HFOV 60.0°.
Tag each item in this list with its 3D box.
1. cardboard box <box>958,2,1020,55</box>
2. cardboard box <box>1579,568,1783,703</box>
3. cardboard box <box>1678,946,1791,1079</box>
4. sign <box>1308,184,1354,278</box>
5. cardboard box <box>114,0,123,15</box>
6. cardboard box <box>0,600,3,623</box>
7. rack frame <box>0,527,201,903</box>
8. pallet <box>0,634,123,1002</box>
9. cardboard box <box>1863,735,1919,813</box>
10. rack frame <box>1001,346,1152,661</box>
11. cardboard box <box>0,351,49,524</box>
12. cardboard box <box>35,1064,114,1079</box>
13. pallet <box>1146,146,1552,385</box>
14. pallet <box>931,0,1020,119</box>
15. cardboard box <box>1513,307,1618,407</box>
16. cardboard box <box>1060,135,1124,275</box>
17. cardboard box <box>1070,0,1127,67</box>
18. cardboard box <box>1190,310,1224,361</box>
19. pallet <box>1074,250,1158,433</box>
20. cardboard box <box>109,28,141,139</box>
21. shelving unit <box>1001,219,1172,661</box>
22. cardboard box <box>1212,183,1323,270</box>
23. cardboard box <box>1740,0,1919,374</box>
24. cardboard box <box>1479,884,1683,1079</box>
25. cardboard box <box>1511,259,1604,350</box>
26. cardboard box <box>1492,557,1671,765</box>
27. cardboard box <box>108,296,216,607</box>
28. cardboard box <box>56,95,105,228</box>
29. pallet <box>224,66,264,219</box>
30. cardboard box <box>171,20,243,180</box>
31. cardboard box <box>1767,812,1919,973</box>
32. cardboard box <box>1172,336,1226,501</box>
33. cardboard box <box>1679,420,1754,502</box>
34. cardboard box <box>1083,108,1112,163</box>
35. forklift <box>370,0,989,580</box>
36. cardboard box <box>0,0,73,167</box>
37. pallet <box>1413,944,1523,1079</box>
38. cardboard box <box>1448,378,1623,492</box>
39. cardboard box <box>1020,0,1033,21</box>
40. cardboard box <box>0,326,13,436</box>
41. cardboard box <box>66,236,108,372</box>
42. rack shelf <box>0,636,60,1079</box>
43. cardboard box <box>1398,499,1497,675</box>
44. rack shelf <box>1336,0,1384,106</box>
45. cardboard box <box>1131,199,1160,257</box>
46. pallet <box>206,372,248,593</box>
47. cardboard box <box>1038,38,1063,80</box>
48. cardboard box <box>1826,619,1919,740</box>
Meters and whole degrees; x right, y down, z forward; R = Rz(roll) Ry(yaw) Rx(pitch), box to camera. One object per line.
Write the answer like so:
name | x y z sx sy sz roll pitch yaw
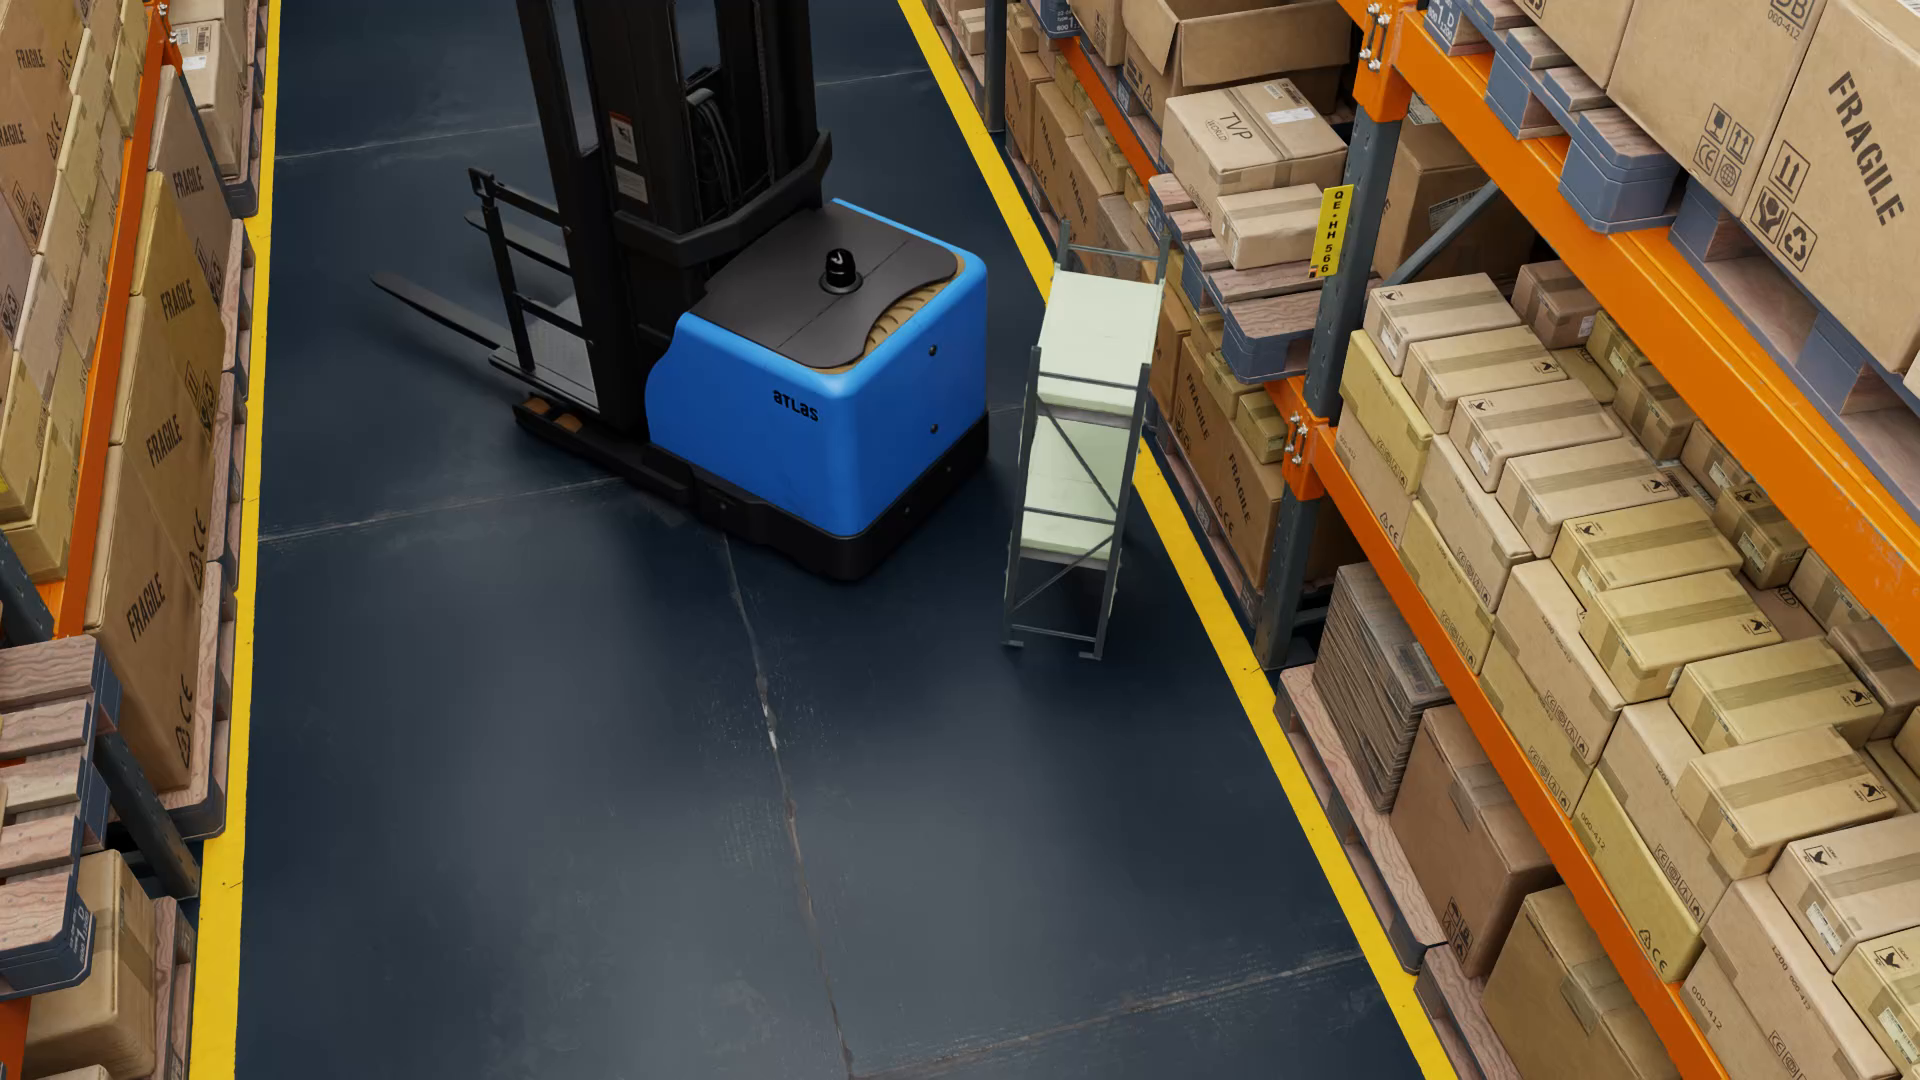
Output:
cardboard box | 0.203 -2.907 9.451 0.380 0.149 0.250 -12 47 -12
cardboard box | 1.791 0.236 4.145 0.380 0.149 0.250 -10 46 -9
cardboard box | 2.064 1.154 3.874 0.500 0.250 0.500 -10 47 -10
sign | 1.132 -0.937 5.063 0.100 0.325 0.005 -11 47 -10
cardboard box | -3.820 -2.379 6.987 0.500 0.250 0.500 -11 47 -10
cardboard box | -2.758 0.222 4.111 0.500 0.500 0.500 -12 47 -11
rack frame | -3.144 0.245 4.660 1.000 3.000 0.127 -11 47 -10
pallet | -2.858 0.785 4.266 1.213 0.211 1.003 -11 47 -10
cardboard box | 2.417 0.520 4.146 0.500 0.250 0.500 -12 47 -11
rack frame | 0.396 -0.085 6.019 0.400 1.500 0.023 9 46 5
cardboard box | -3.034 -0.272 4.922 0.500 0.250 0.500 -11 47 -11
cardboard box | -2.812 1.918 4.567 0.950 0.372 0.625 -12 47 -11
pallet | 1.412 -1.053 6.067 1.213 0.211 1.003 -11 47 -10
pallet | 0.455 -2.925 9.720 1.003 0.211 1.213 -11 47 -10
cardboard box | 2.037 -0.528 5.173 0.500 0.250 0.500 -10 46 -9
cardboard box | 0.805 -1.612 7.937 0.500 0.500 0.500 -12 47 -11
cardboard box | 0.871 -2.334 6.824 0.700 0.500 0.500 -11 47 -11
cardboard box | 1.158 -0.831 6.717 0.380 0.149 0.250 -12 47 -12
pallet | 1.190 -1.052 7.884 1.003 0.211 1.213 -11 47 -10
cardboard box | -3.680 -1.849 6.817 0.500 0.250 0.500 -11 47 -11
shelving unit | 0.461 -0.342 6.271 0.431 1.500 0.755 9 46 5
cardboard box | 1.115 -1.107 5.868 0.380 0.149 0.250 -10 46 -10
cardboard box | 1.864 -0.685 3.037 0.500 0.500 0.500 -10 46 -9
cardboard box | 2.148 1.367 4.930 0.875 0.625 0.625 -12 47 -12
cardboard box | 1.933 -0.740 5.101 0.380 0.149 0.250 -9 46 -9
cardboard box | 1.775 0.274 4.387 0.500 0.250 0.500 -12 47 -11
cardboard box | -3.464 -0.267 6.356 0.875 0.875 0.875 -10 46 -10
cardboard box | -3.399 -1.328 5.957 0.500 0.250 0.500 -10 46 -10
pallet | -4.287 -2.080 8.891 1.003 0.211 1.213 -11 47 -10
cardboard box | -4.225 -2.220 8.576 0.875 0.438 0.875 -11 47 -11
cardboard box | 2.020 0.762 3.629 0.380 0.149 0.250 -10 46 -10
cardboard box | 1.220 -0.537 6.883 0.500 0.500 0.500 -11 47 -11
cardboard box | 2.245 -0.233 4.604 0.380 0.149 0.250 -12 47 -11
cardboard box | 0.798 -1.911 7.775 0.380 0.149 0.250 -11 47 -10
forklift | -1.378 -1.705 6.619 3.031 2.935 1.130 26 51 23
cardboard box | -3.413 -1.575 5.674 0.500 0.500 0.500 -10 46 -10
pallet | 2.136 1.727 5.160 1.003 0.211 1.213 -11 47 -10
cardboard box | 1.611 -0.296 4.667 0.380 0.149 0.250 -10 46 -9
cardboard box | 0.523 -2.745 8.384 0.380 0.149 0.250 -11 47 -11
cardboard box | -3.033 -0.525 4.645 0.500 0.500 0.500 -12 47 -12
cardboard box | -3.303 -0.801 5.790 0.500 0.250 0.500 -9 46 -9
rack shelf | -2.631 1.878 3.564 1.077 0.370 4.000 -11 47 -10
cardboard box | 1.655 0.087 4.921 0.500 0.250 0.500 -12 47 -11
rack shelf | 1.142 -2.844 6.091 1.077 0.370 4.000 -11 47 -10
cardboard box | 0.970 -1.379 7.254 0.380 0.149 0.250 -13 47 -12
pallet | -3.581 -0.178 7.027 1.003 0.211 1.213 -11 47 -10
cardboard box | 0.610 -2.452 8.306 0.380 0.149 0.250 -12 47 -11
cardboard box | 2.344 0.317 4.066 0.380 0.149 0.250 -9 46 -9
